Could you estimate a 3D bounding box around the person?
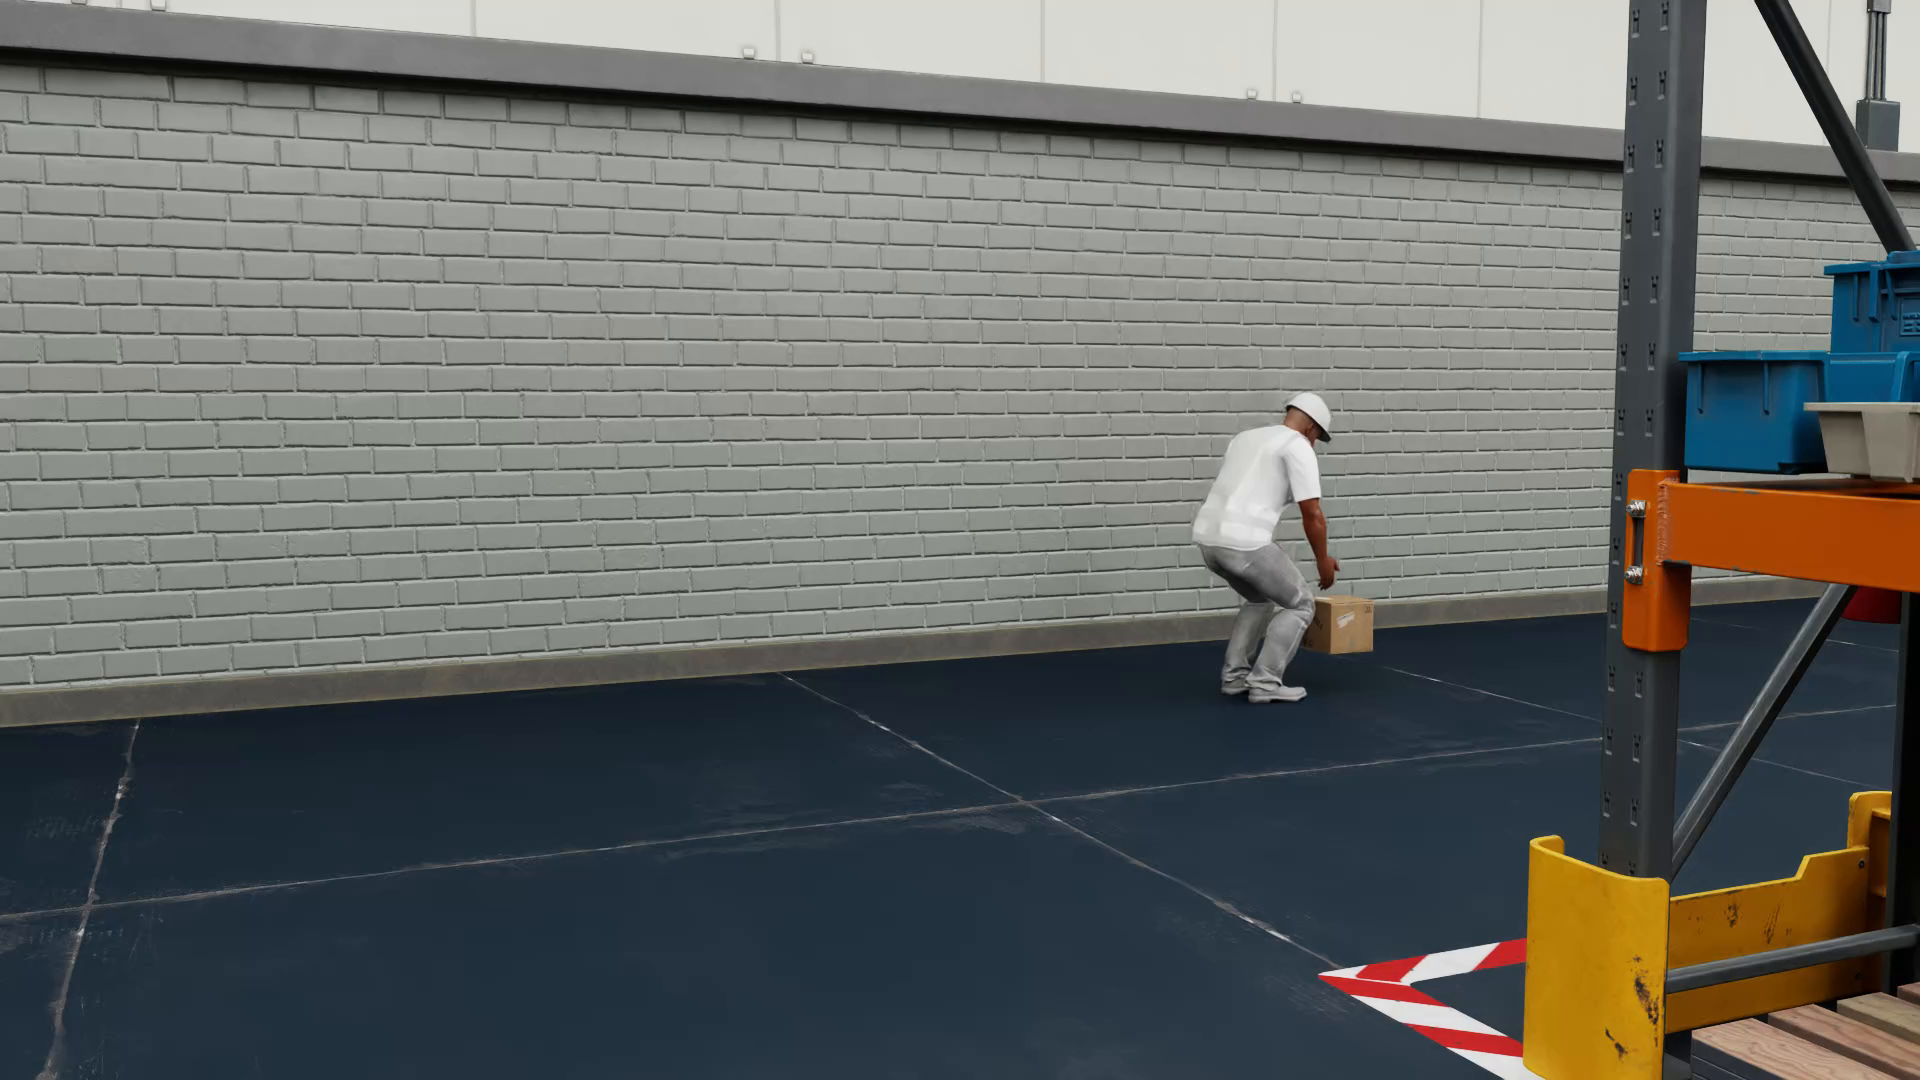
[{"bbox_3d":[1.466,0.024,8.019,0.727,1.462,0.630,-2,6,-23],"label":"person"}]
